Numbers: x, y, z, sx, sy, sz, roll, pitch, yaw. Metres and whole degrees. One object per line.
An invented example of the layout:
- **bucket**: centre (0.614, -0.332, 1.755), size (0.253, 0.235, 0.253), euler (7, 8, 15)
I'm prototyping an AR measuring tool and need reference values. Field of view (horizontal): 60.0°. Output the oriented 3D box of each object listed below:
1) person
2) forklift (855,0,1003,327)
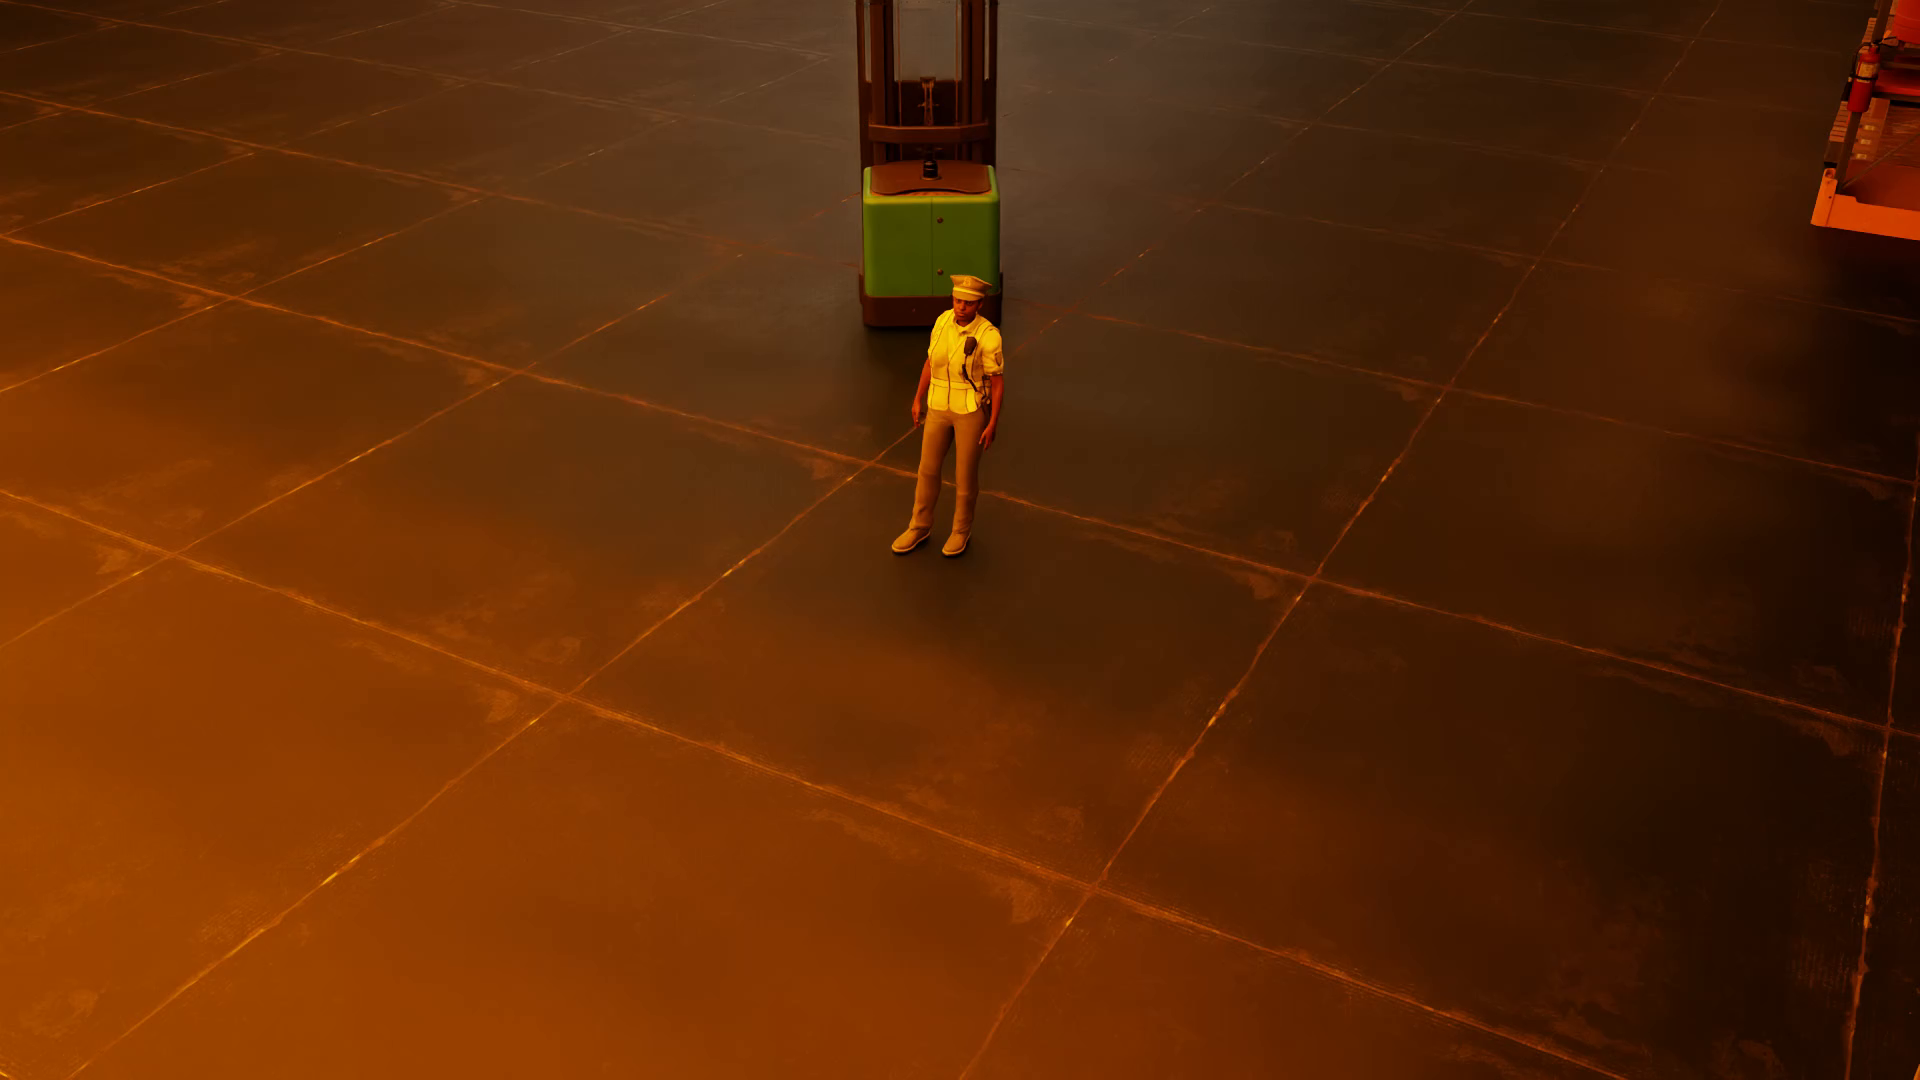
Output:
- **person**: centre (-0.054, -0.712, 9.528), size (0.569, 1.695, 0.530), euler (15, 33, 25)
- **forklift**: centre (-0.267, -3.598, 13.304), size (1.130, 2.935, 3.031), euler (-1, 30, -2)
